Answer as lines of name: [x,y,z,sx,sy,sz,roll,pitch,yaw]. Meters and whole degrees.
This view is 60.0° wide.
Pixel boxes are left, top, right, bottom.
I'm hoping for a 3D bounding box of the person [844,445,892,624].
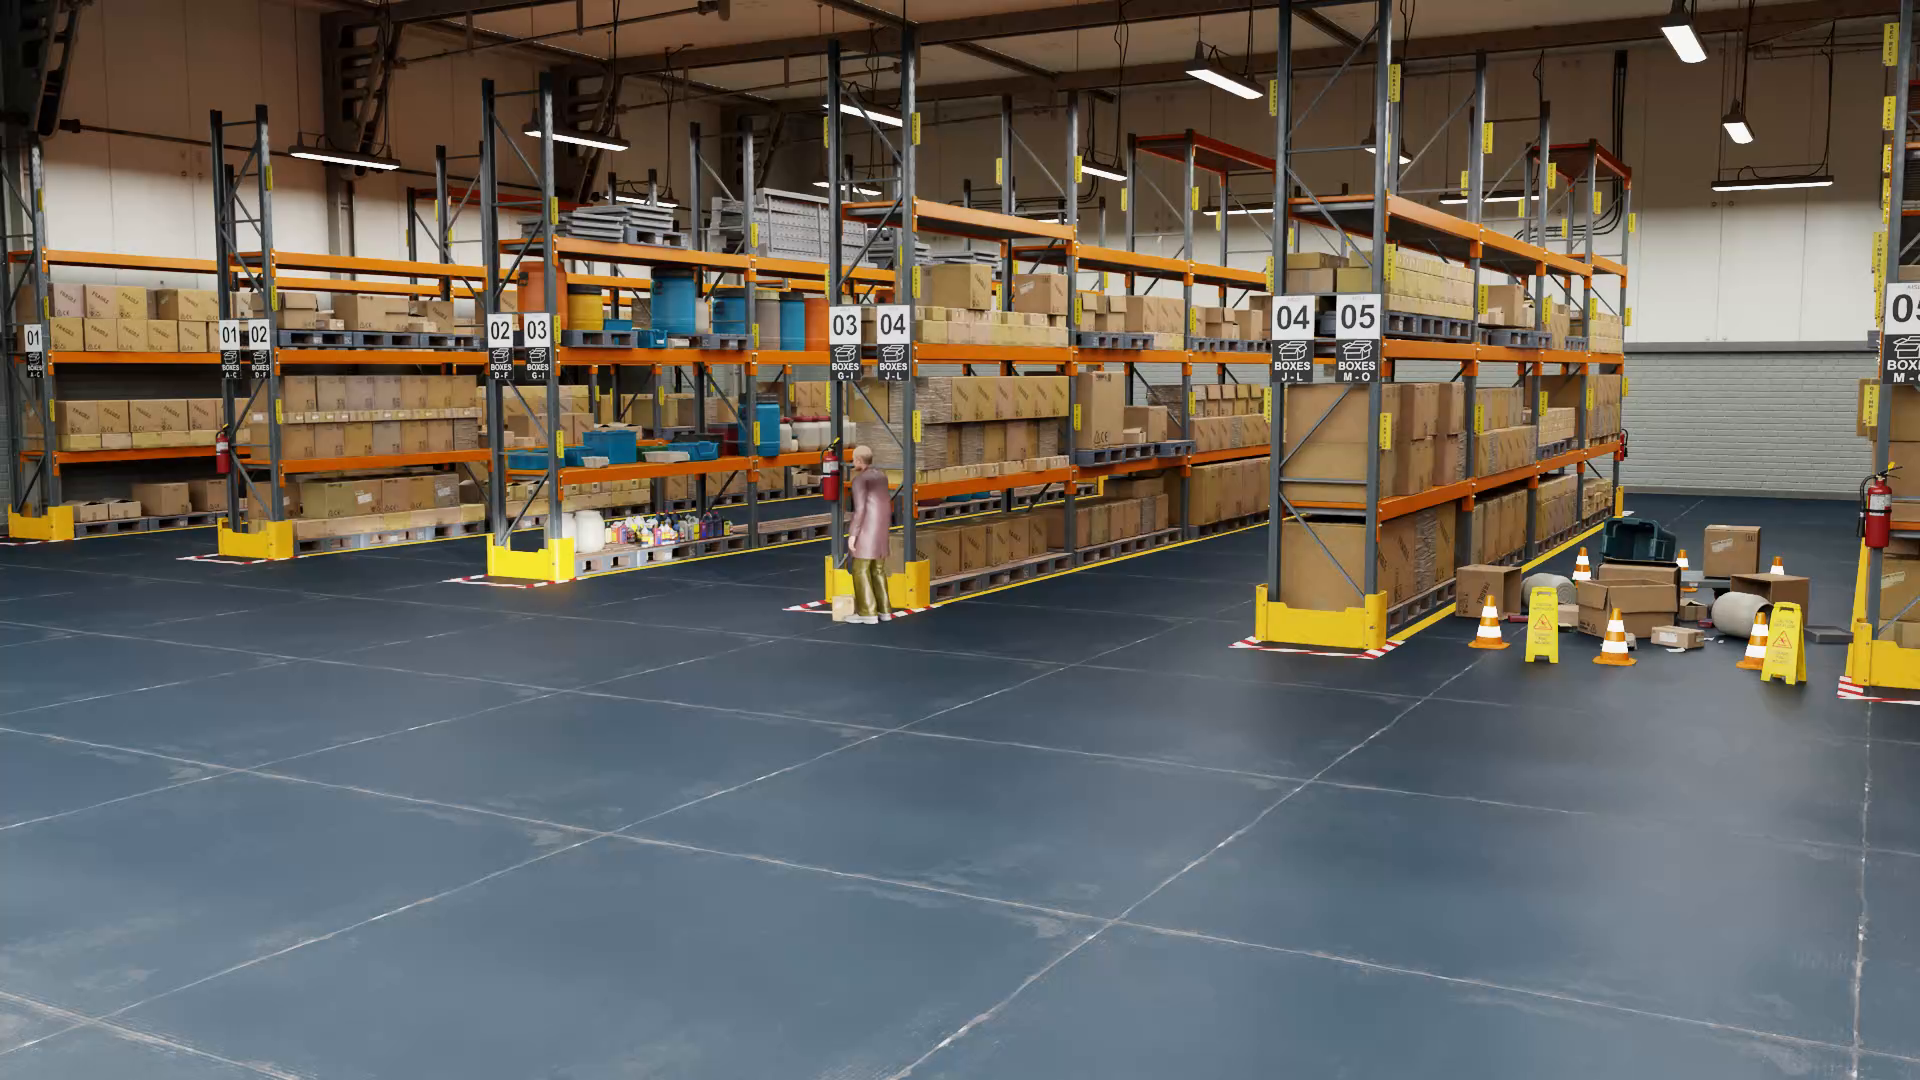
person: [-0.917,-0.058,16.638,0.417,1.774,0.656,4,7,31]
